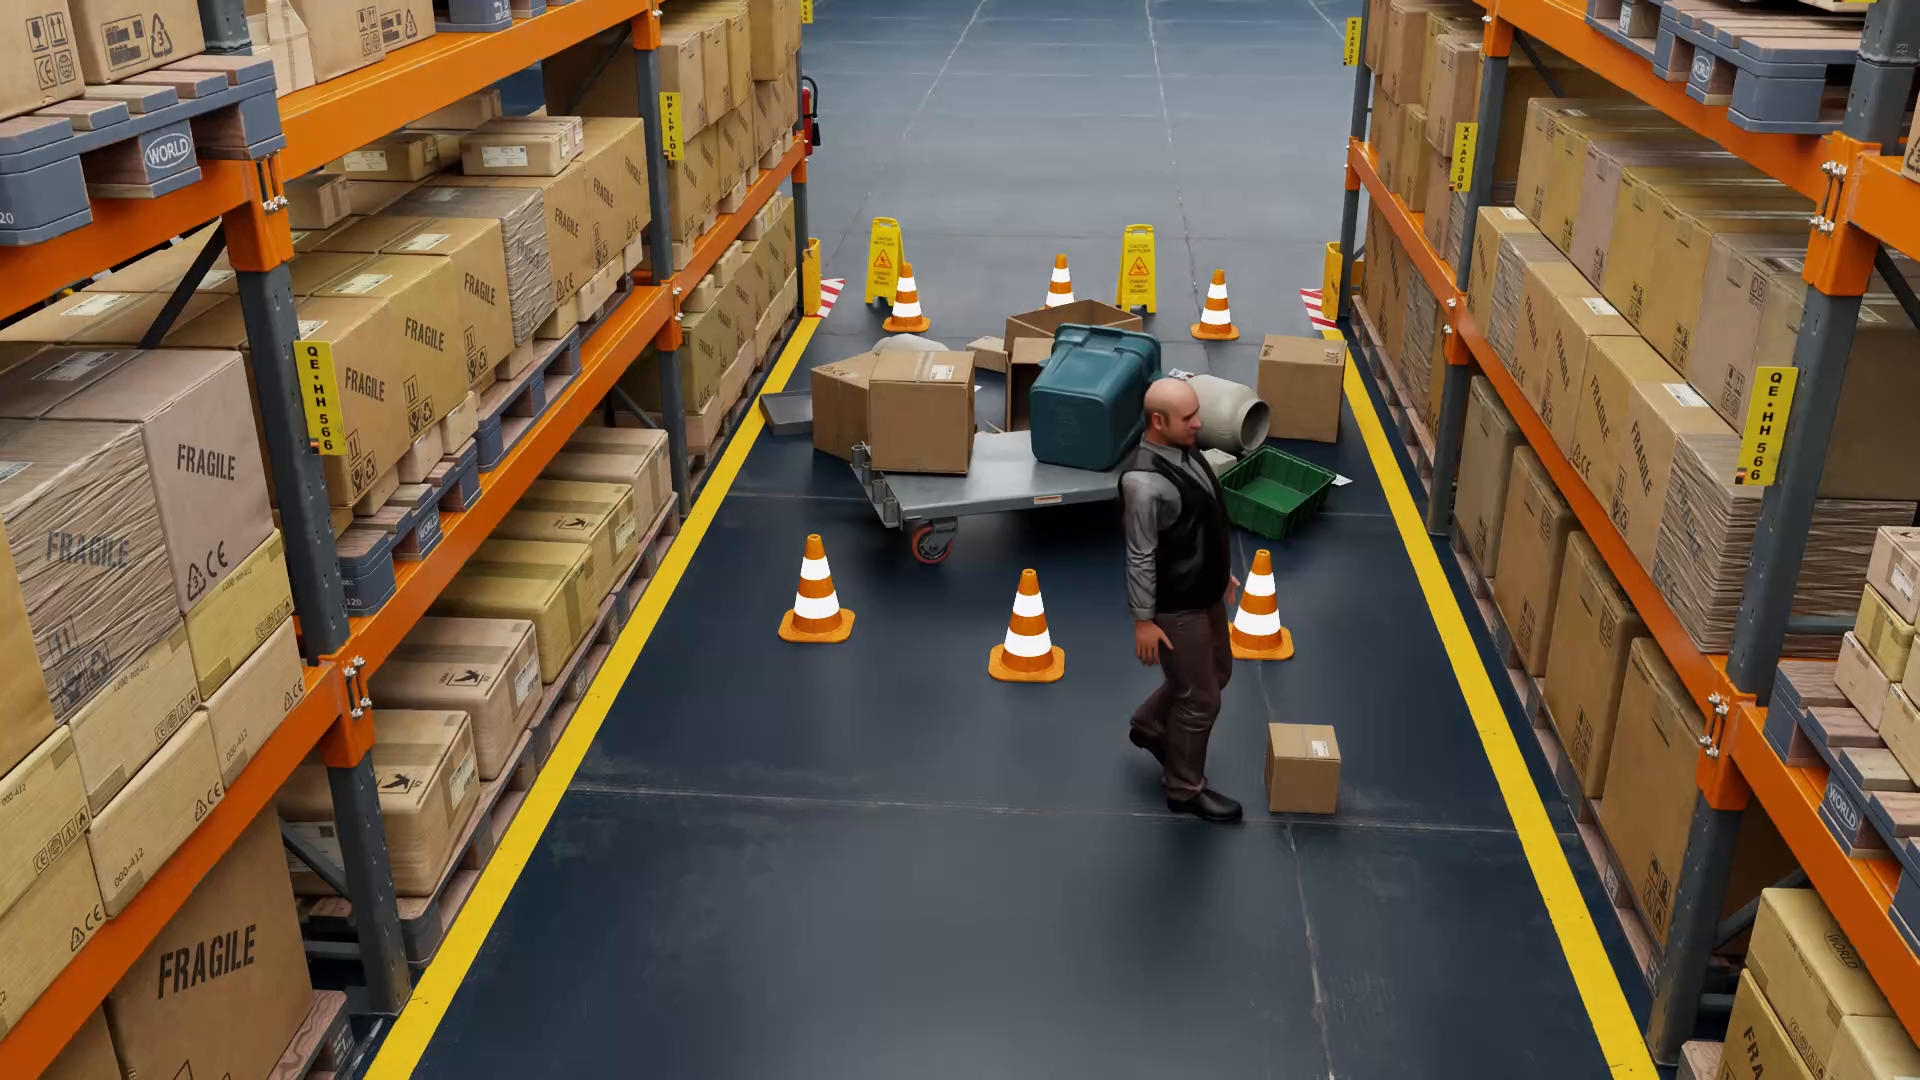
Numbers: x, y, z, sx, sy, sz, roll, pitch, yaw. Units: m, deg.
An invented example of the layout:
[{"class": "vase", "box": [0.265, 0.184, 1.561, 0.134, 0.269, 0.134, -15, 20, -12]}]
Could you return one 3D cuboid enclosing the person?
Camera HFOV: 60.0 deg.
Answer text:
[{"class": "person", "box": [0.854, 0.228, 6.147, 0.528, 1.709, 0.604, 9, 26, 19]}]
